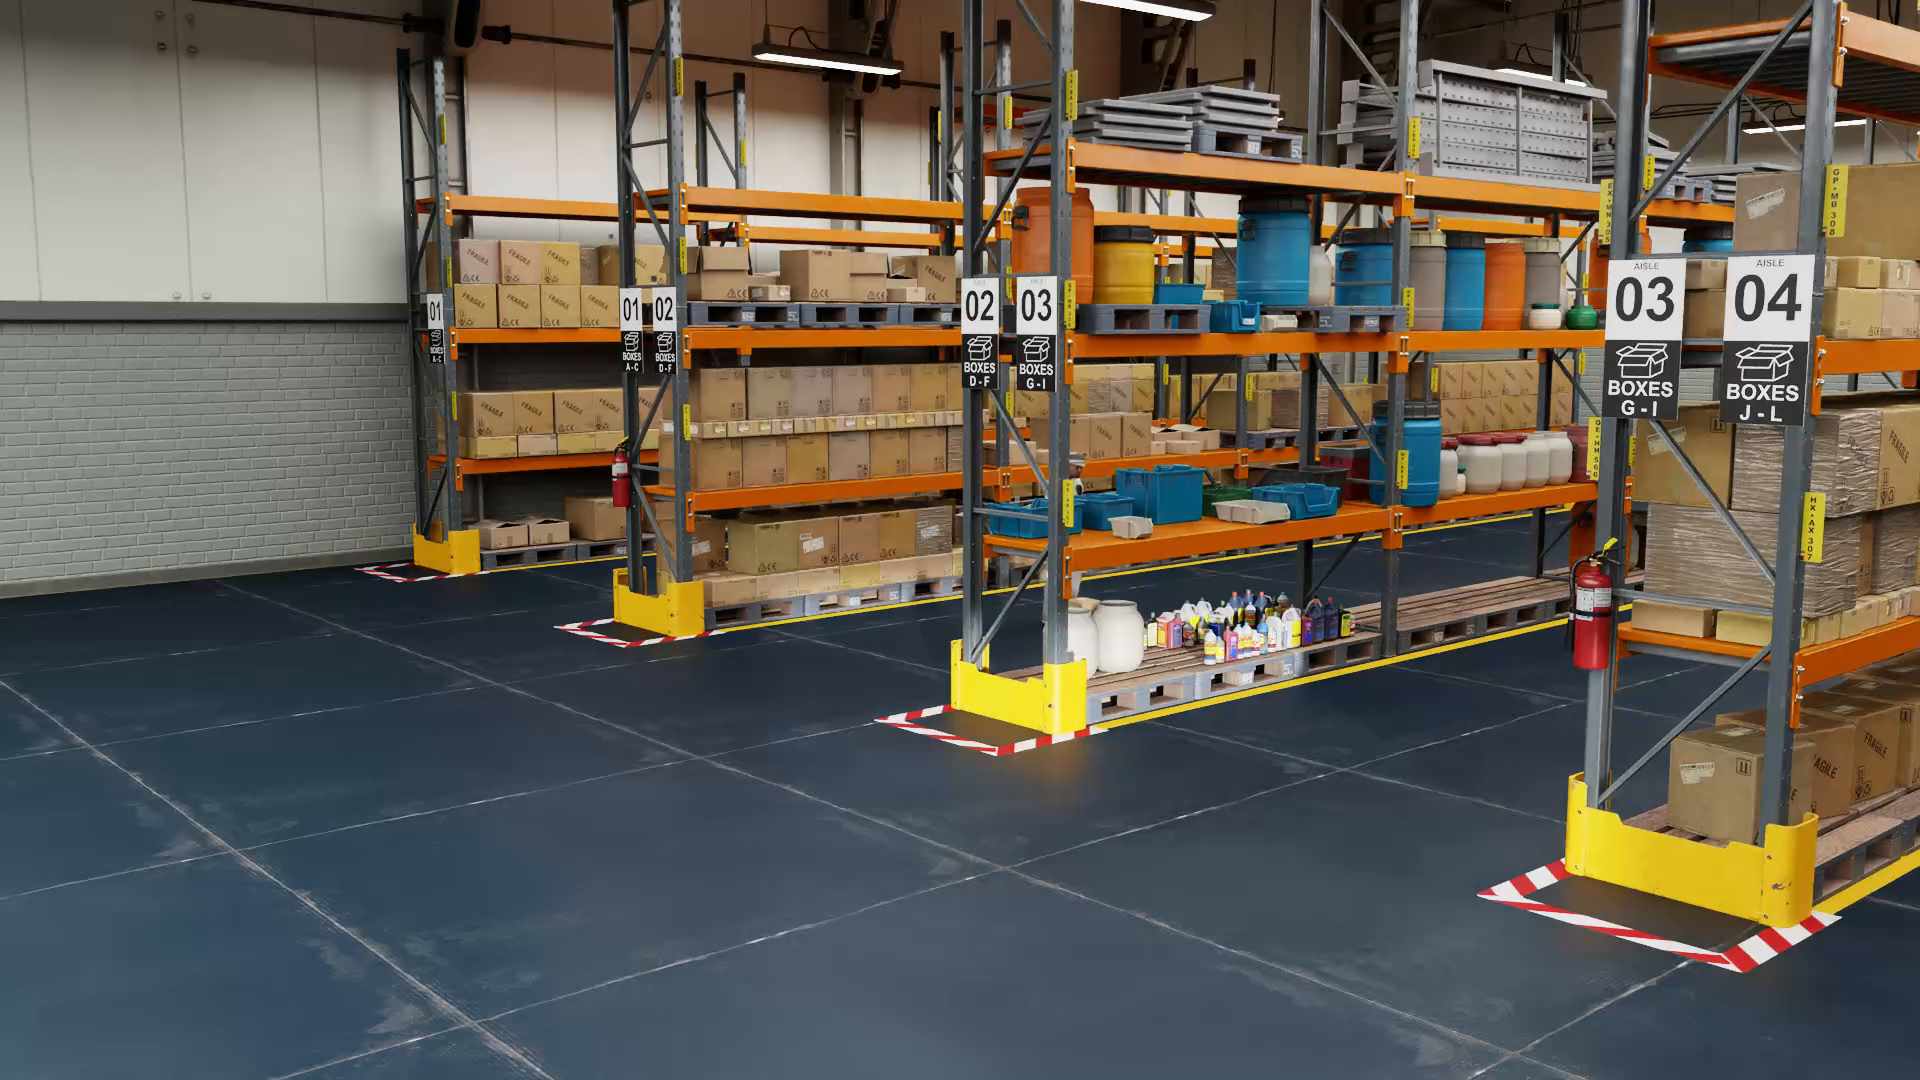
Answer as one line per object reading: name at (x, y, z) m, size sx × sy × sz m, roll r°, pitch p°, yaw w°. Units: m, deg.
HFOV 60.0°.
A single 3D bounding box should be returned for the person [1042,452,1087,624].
person at (1.002, -0.021, 15.951) m, size 0.529 × 1.659 × 0.398 m, roll -7°, pitch 11°, yaw -44°
